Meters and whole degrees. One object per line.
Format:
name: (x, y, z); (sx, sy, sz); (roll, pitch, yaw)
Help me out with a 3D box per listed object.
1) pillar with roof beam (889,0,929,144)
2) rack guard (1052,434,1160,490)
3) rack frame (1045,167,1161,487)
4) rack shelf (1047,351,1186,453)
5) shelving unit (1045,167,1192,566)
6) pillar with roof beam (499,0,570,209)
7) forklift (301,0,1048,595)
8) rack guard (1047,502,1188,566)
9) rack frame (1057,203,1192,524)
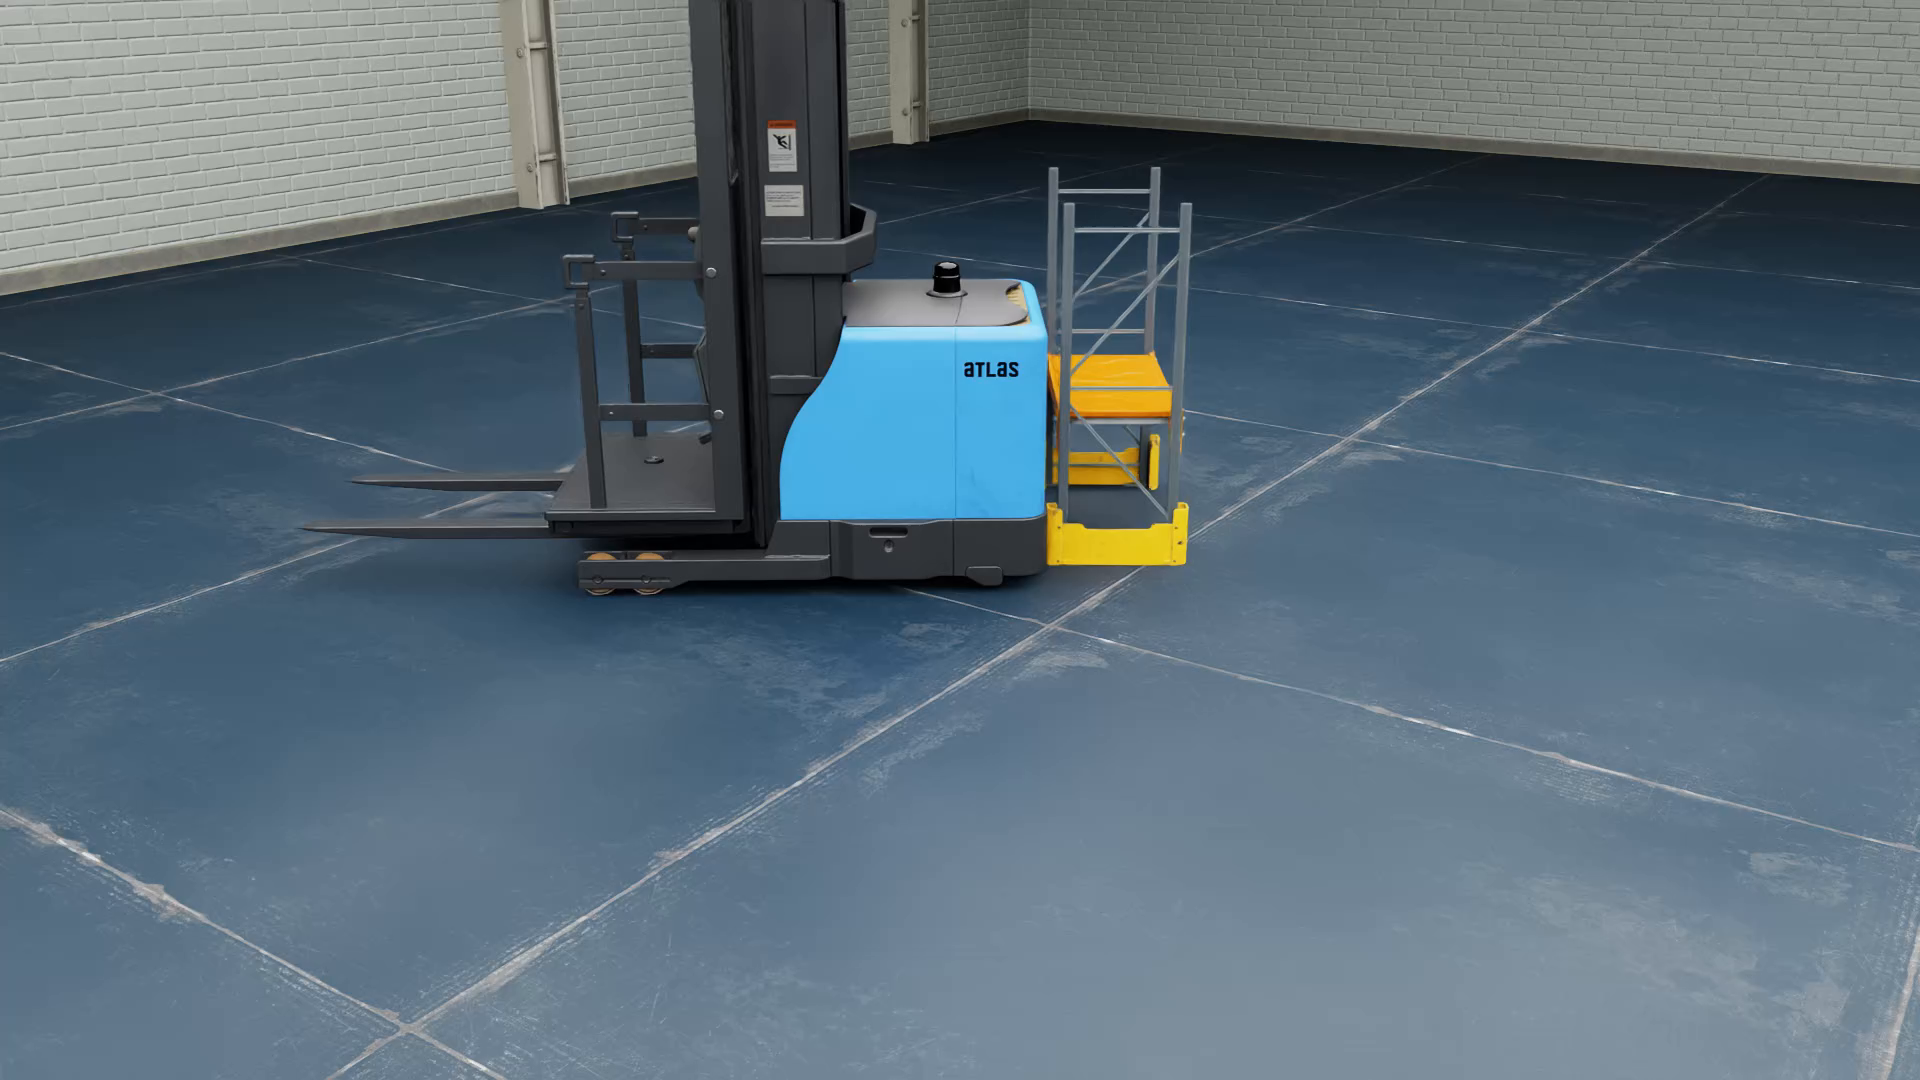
pillar with roof beam: (2.944, -8.312, 16.765); (9.100, 9.000, 0.400); (13, 24, 32)
rack guard: (0.648, -0.370, 7.906); (0.587, 0.250, 0.087); (0, 20, 0)
rack frame: (0.648, -0.963, 7.707); (0.500, 1.500, 0.032); (0, 20, 0)
rack shelf: (0.652, -0.618, 7.293); (0.538, 0.185, 1.000); (0, 20, 0)
shelving unit: (0.652, -0.784, 7.222); (0.587, 1.500, 1.083); (0, 20, 0)
pillar with roof beam: (-0.429, -6.590, 12.111); (9.100, 9.000, 0.400); (13, 24, 32)
forklift: (-1.169, -1.338, 6.657); (3.031, 2.935, 1.130); (0, 20, -1)
rack guard: (0.655, -0.025, 6.972); (0.587, 0.250, 0.087); (0, 20, 0)
rack frame: (0.655, -0.611, 6.754); (0.500, 1.500, 0.032); (0, 20, 0)
